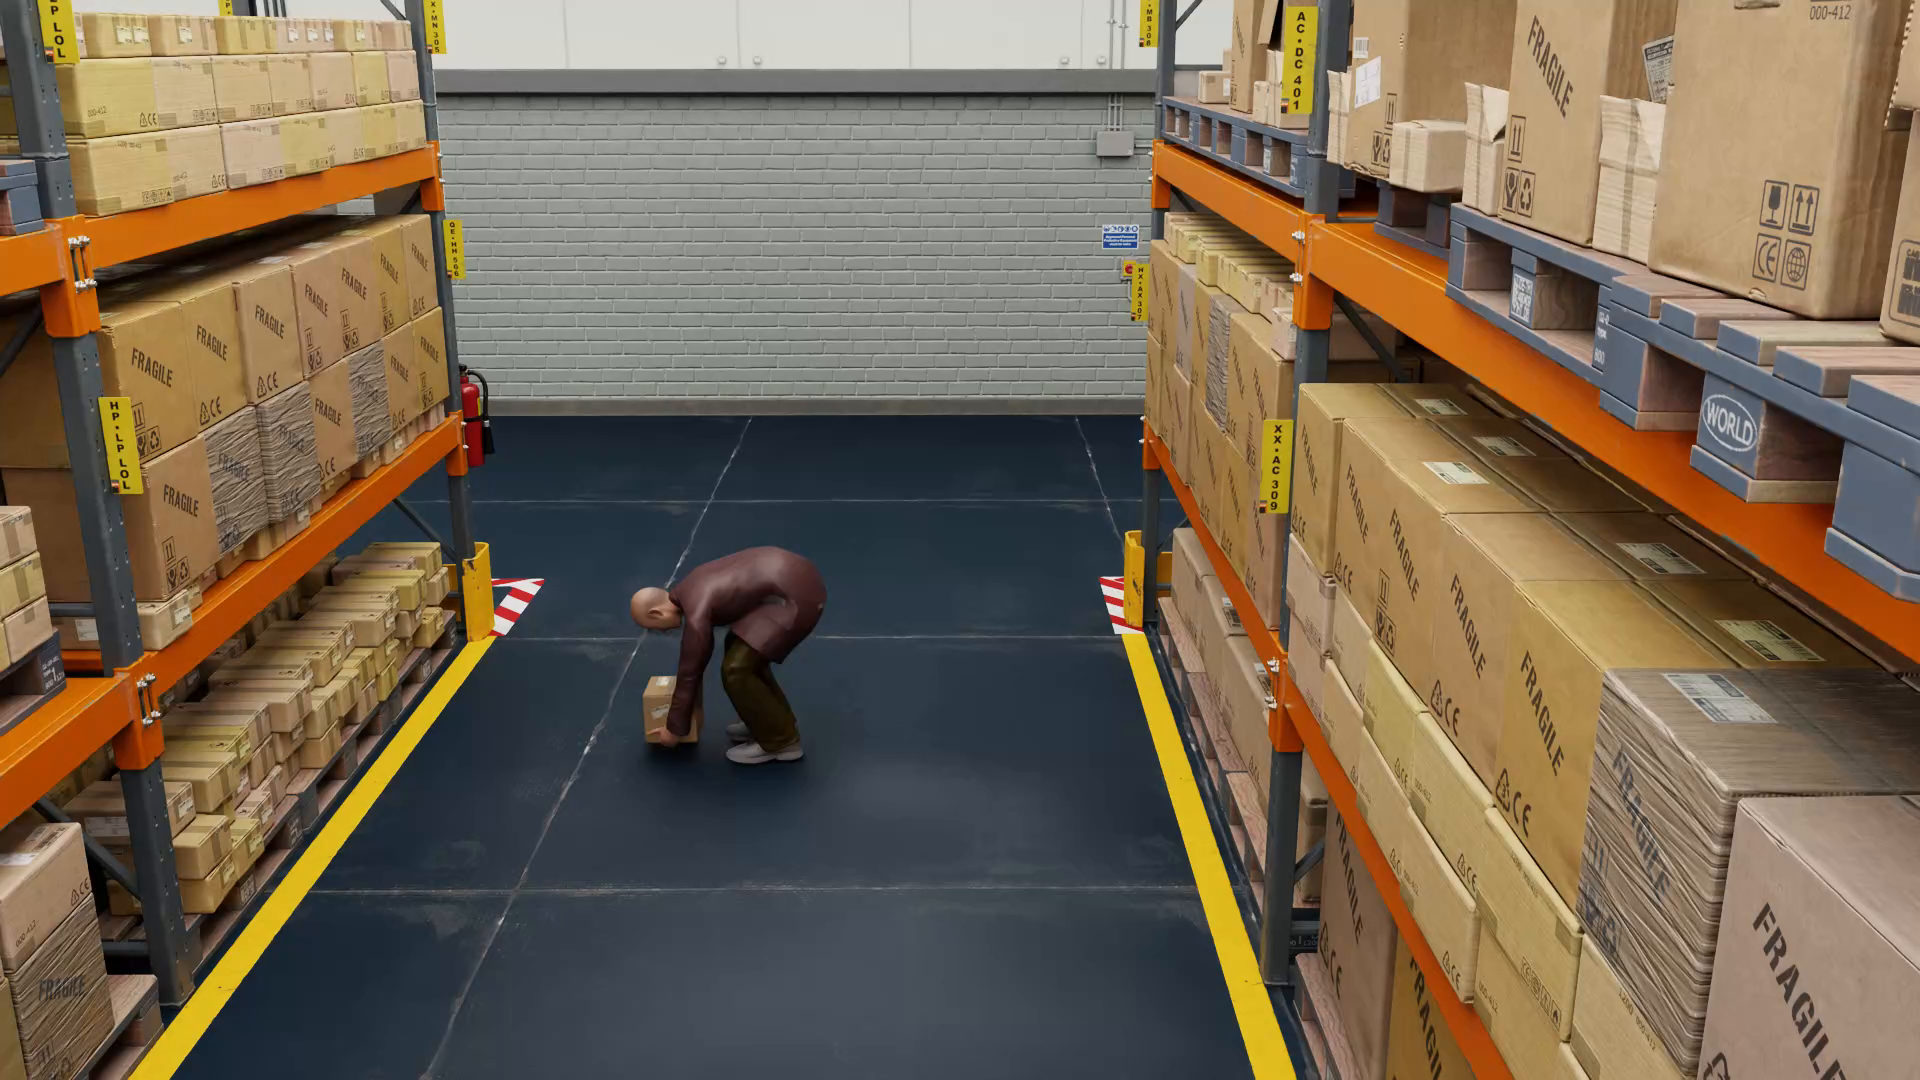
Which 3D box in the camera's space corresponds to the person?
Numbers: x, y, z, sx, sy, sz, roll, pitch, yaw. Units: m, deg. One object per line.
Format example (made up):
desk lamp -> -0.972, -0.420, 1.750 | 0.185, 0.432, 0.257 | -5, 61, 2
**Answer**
person -> -1.152, 0.437, 8.036 | 0.929, 1.253, 0.557 | -1, 17, -2
